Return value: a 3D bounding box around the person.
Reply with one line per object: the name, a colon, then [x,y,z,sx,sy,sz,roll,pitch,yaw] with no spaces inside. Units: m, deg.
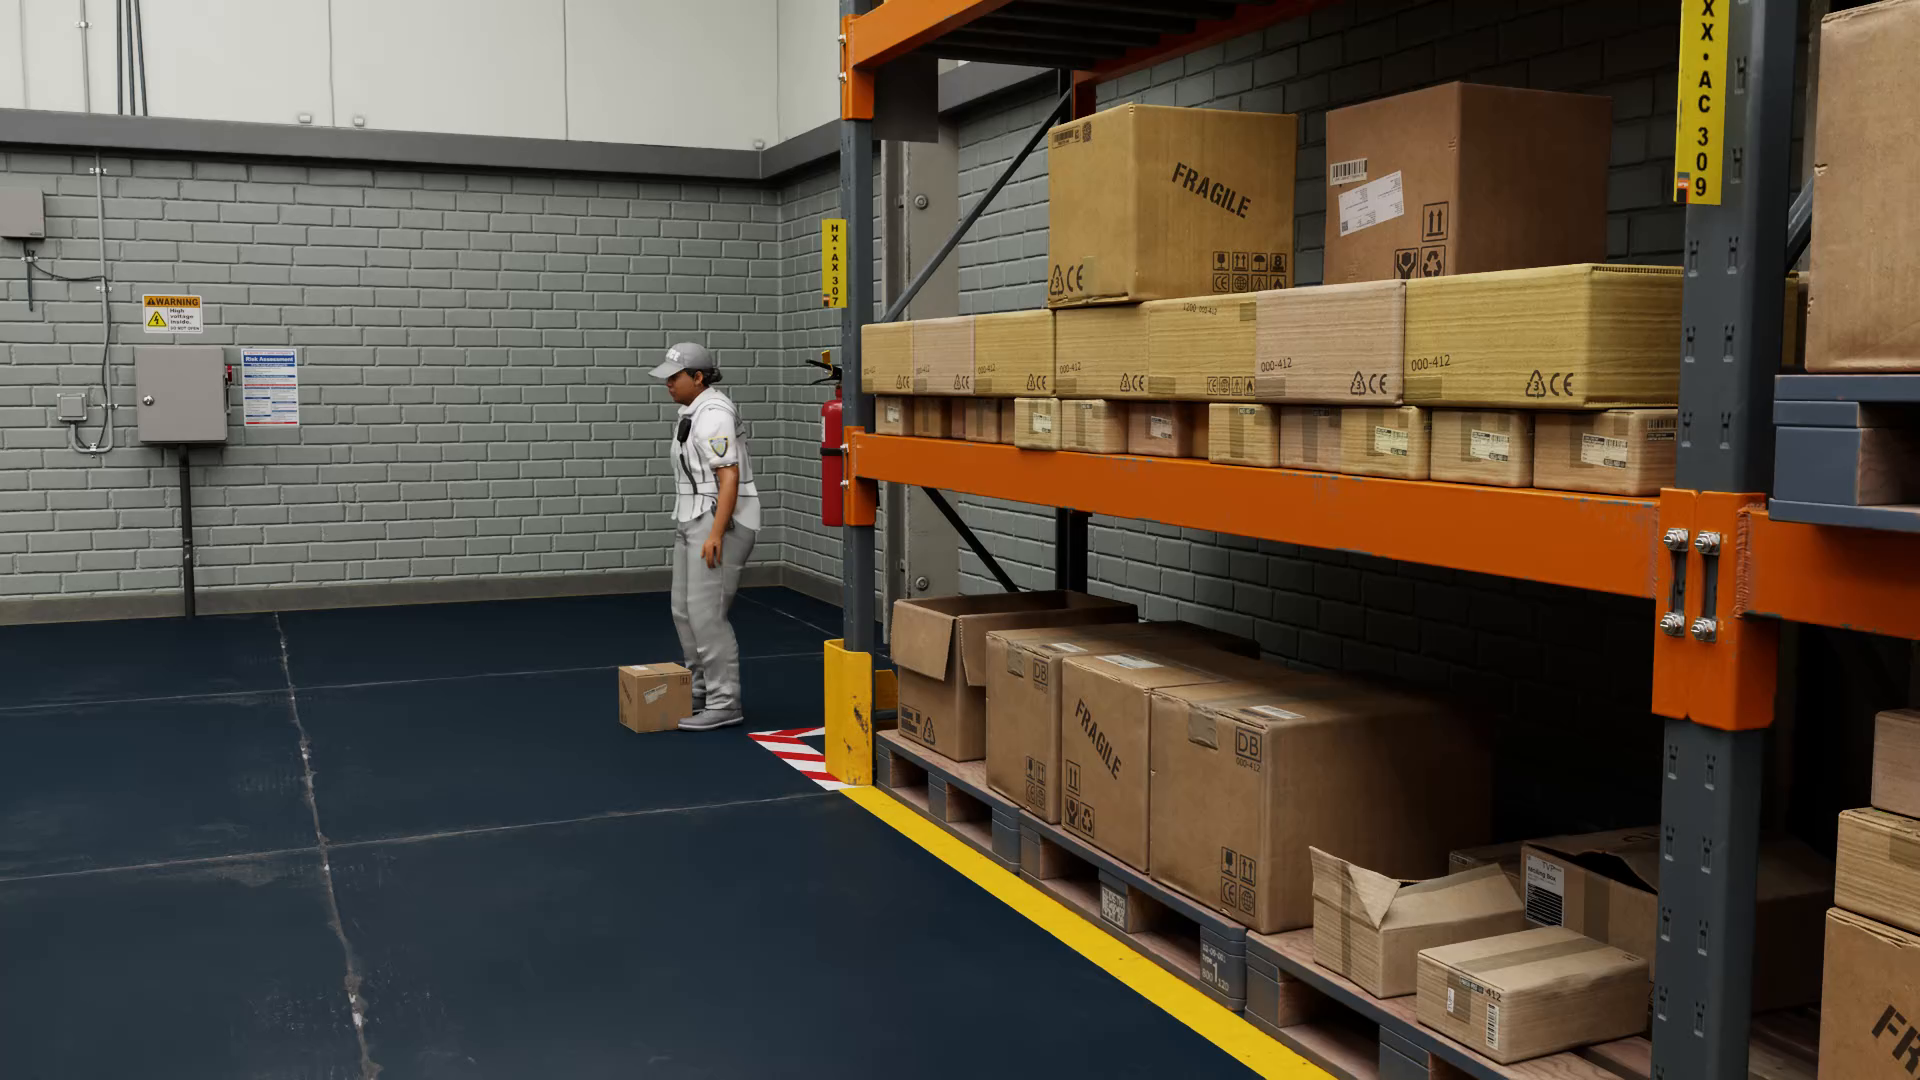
person: [-1.126,-0.028,7.270,0.470,1.665,0.537,-2,6,-24]
